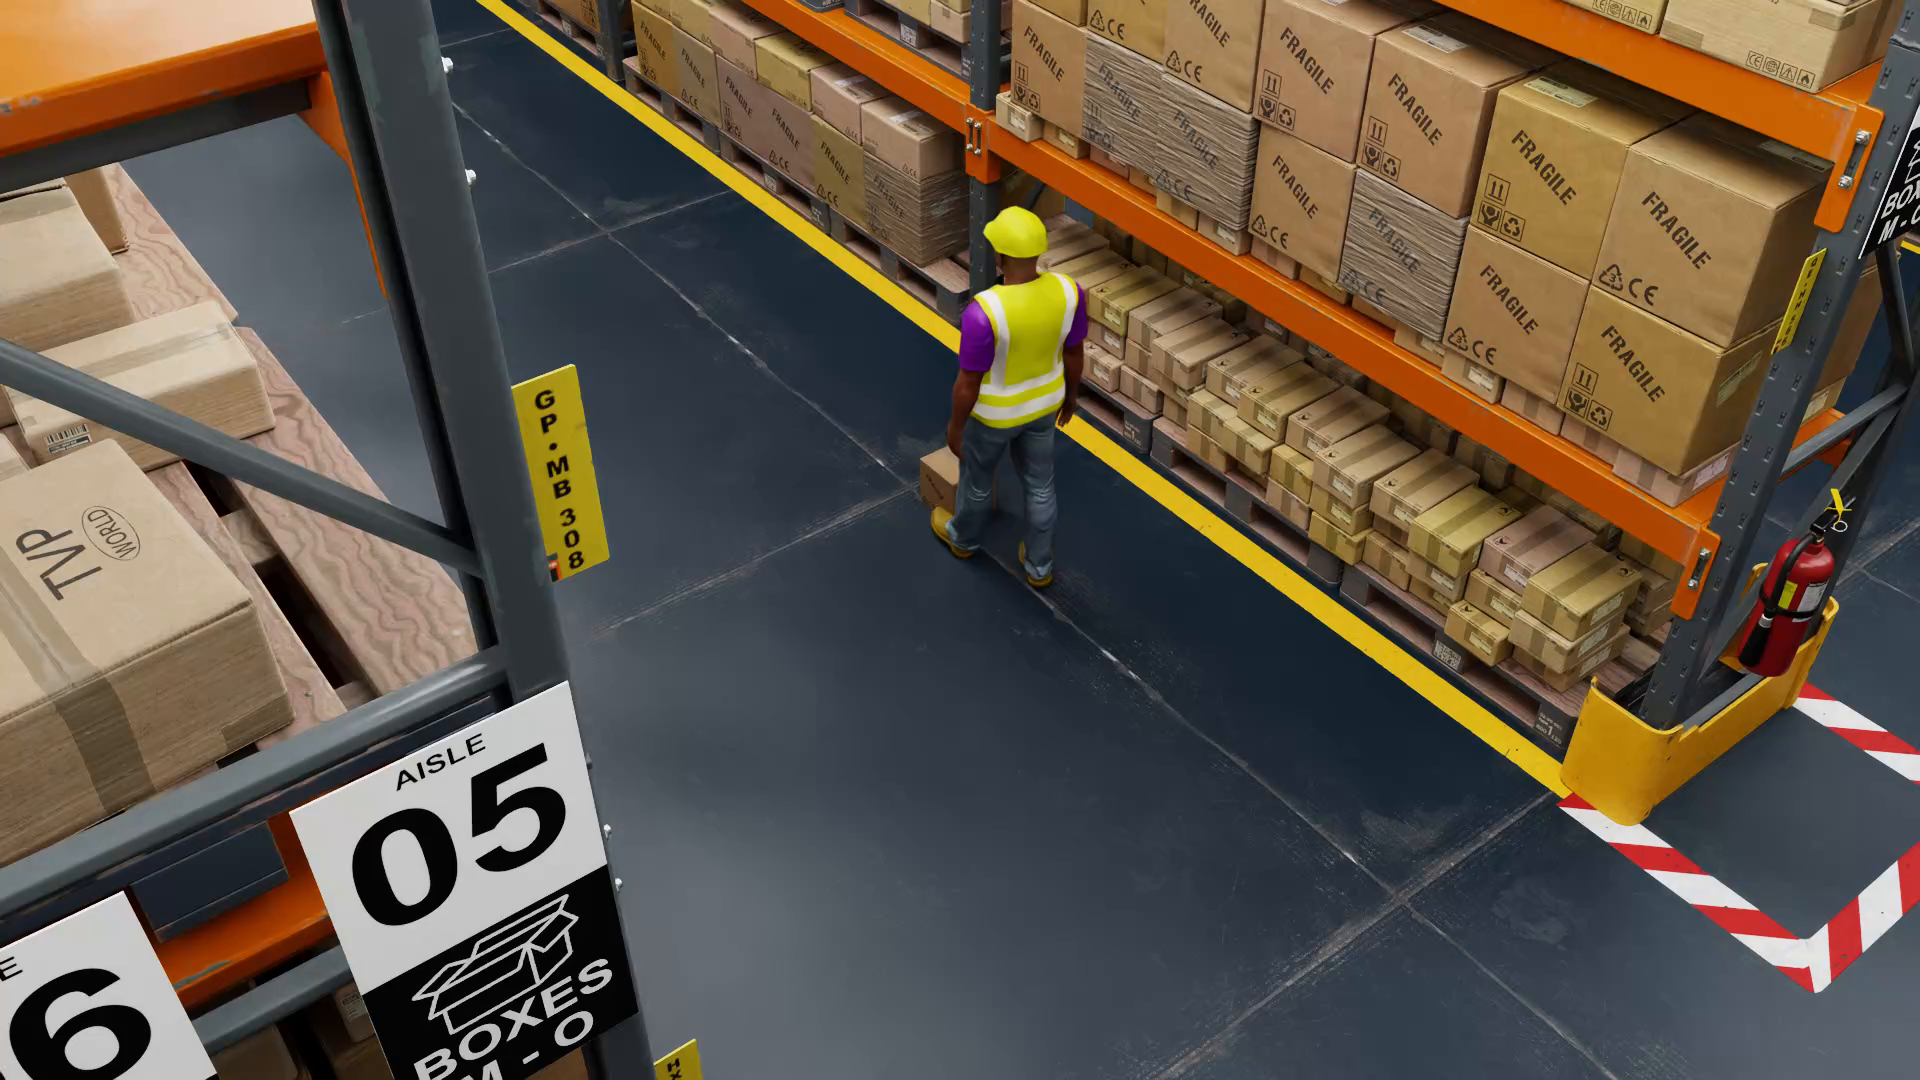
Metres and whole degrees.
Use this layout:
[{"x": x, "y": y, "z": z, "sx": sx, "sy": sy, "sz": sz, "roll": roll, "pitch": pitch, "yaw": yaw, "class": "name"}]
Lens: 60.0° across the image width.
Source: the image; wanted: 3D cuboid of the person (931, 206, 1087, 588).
[{"x": 0.163, "y": -0.612, "z": 6.865, "sx": 0.598, "sy": 1.764, "sz": 0.660, "roll": -19, "pitch": 44, "yaw": -21, "class": "person"}]
